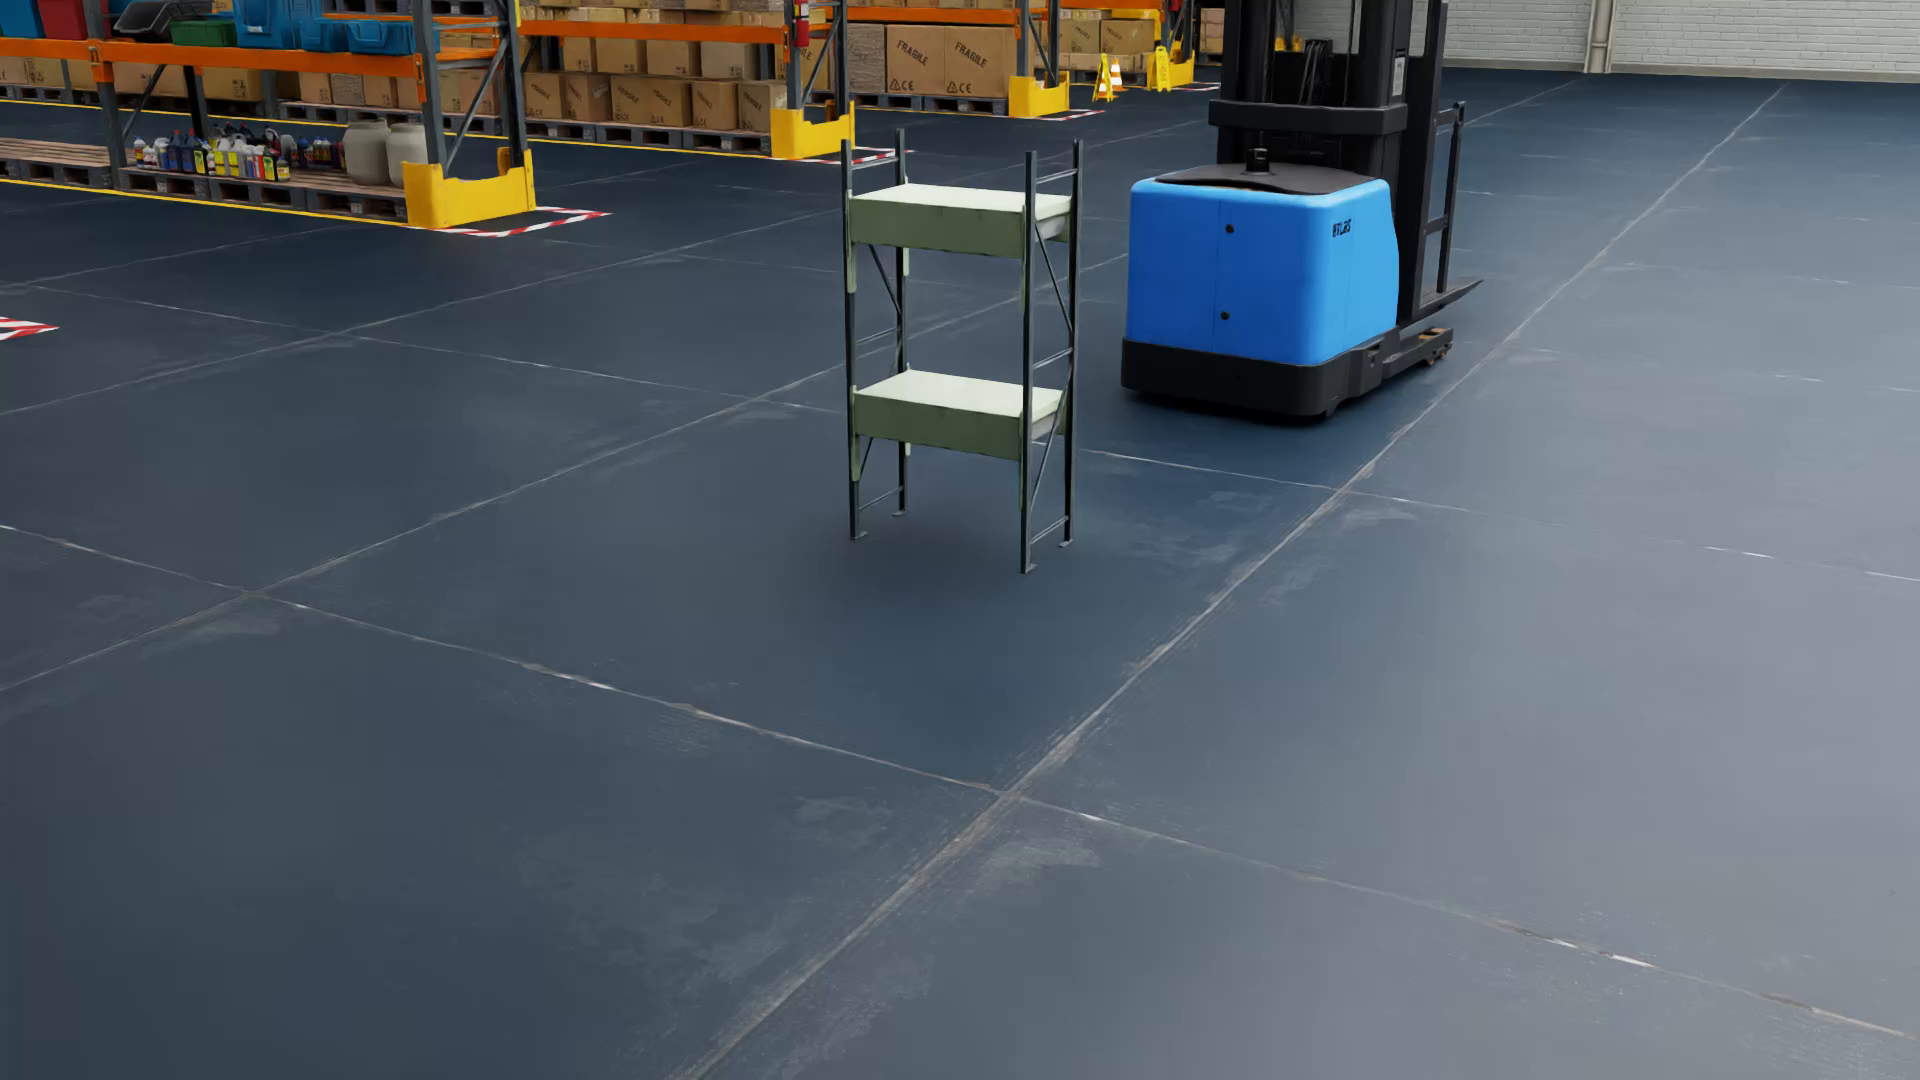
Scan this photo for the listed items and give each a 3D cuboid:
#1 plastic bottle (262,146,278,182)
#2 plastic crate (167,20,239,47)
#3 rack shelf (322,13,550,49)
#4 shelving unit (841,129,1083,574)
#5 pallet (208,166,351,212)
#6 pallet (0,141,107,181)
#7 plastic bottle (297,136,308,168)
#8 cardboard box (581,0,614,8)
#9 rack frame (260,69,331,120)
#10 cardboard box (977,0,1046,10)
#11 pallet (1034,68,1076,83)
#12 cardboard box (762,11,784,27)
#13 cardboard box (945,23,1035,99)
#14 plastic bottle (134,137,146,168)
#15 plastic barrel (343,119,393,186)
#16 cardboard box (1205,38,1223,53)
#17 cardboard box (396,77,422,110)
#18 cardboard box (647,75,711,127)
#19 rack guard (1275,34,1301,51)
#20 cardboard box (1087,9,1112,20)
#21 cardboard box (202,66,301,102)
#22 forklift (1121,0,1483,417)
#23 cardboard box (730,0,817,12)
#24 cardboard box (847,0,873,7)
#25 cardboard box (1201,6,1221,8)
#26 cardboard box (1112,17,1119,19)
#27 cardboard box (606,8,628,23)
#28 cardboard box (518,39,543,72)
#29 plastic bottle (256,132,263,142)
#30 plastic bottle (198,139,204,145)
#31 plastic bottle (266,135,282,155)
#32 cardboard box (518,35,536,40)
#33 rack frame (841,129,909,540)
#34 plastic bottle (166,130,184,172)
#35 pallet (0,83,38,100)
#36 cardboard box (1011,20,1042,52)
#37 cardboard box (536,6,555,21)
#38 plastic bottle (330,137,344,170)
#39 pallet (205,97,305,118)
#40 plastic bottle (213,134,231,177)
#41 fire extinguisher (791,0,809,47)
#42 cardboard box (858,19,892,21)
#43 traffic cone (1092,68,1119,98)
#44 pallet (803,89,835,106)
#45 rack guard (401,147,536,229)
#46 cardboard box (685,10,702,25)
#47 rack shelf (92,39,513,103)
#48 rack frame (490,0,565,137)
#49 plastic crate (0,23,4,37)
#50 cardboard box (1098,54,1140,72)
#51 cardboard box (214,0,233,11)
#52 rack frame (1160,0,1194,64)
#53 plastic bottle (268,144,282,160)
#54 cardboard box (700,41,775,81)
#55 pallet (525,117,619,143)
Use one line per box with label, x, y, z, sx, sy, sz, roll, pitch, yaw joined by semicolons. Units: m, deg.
plastic bottle;-5.837;-3.185;14.085;0.133;0.283;0.061;11;23;29
plastic crate;-6.353;-4.322;14.192;0.662;0.188;0.450;11;23;27
rack shelf;-6.731;-6.200;20.114;4.000;0.370;1.077;11;23;27
shelving unit;0.006;-0.704;6.106;0.755;1.500;0.431;11;23;27
pallet;-5.765;-3.094;14.585;1.213;0.211;1.003;11;23;27
pallet;-9.174;-3.742;16.372;1.213;0.211;1.003;11;23;27
plastic bottle;-5.903;-3.492;14.949;0.097;0.271;0.097;0;20;0
cardboard box;-3.717;-6.153;18.345;0.500;0.500;0.875;11;23;27
rack frame;-8.477;-6.871;20.909;0.127;3.000;1.000;11;23;27
cardboard box;0.668;-7.119;21.373;0.550;0.550;0.875;11;23;27
pallet;1.521;-7.542;26.846;1.213;0.211;1.003;11;23;27
cardboard box;-1.843;-5.409;17.245;0.250;0.149;0.380;11;23;27
cardboard box;0.390;-6.292;21.813;0.875;0.875;0.875;11;23;28
plastic bottle;-7.336;-3.472;14.894;0.097;0.271;0.097;0;20;0
plastic barrel;-4.958;-3.264;13.998;0.421;0.512;0.421;0;20;0
cardboard box;4.764;-8.944;30.039;0.500;0.250;0.500;11;23;27
cardboard box;-6.407;-5.524;20.215;0.500;0.500;0.700;9;22;23
cardboard box;-3.106;-4.871;18.444;0.500;0.500;0.500;13;24;32
rack guard;5.778;-8.790;29.865;0.348;0.500;1.175;11;23;27
cardboard box;2.160;-8.150;25.799;0.250;0.149;0.380;12;23;29
cardboard box;-9.070;-6.191;21.533;0.875;0.875;1.225;10;22;25
forklift;2.048;-2.400;8.683;1.130;2.935;3.031;13;24;32
cardboard box;-1.960;-5.827;17.448;0.500;0.500;0.875;11;23;27
cardboard box;-1.245;-7.469;22.336;0.550;0.550;0.875;11;23;27
cardboard box;4.561;-9.649;30.516;0.500;0.250;0.500;11;22;27
cardboard box;2.291;-8.054;26.487;0.500;0.500;0.500;10;22;25
cardboard box;-3.628;-5.717;18.095;0.250;0.149;0.380;11;23;27
cardboard box;-6.672;-7.385;25.375;0.500;0.500;0.500;11;23;27
plastic bottle;-6.368;-3.593;15.211;0.133;0.283;0.061;13;23;31
plastic bottle;-6.713;-3.410;14.722;0.097;0.271;0.097;0;20;0
plastic bottle;-6.160;-3.494;14.938;0.133;0.283;0.061;11;23;27
cardboard box;-6.695;-7.741;25.258;0.500;0.250;0.500;10;22;26
rack frame;-0.314;-0.765;6.274;0.023;1.500;0.400;11;23;27
plastic bottle;-6.898;-3.435;14.676;0.185;0.351;0.144;11;23;29
pallet;-13.664;-6.578;24.189;1.213;0.211;1.003;11;23;27
cardboard box;1.156;-8.063;26.510;0.500;0.500;0.500;12;23;30
cardboard box;-4.500;-5.884;18.555;0.250;0.149;0.380;11;23;27
plastic bottle;-5.528;-3.434;14.770;0.133;0.283;0.061;11;23;28
pallet;-9.129;-5.714;21.807;1.213;0.211;1.003;11;23;27
plastic bottle;-6.362;-3.333;14.395;0.185;0.351;0.144;11;22;27
fire extinguisher;-1.618;-5.348;16.823;0.183;0.674;0.296;11;23;27
cardboard box;-1.701;-10.328;33.489;0.500;0.500;0.500;12;23;29
traffic cone;2.091;-6.599;23.878;0.334;0.463;0.336;11;23;27
pallet;-1.852;-6.205;23.162;1.213;0.211;1.003;11;23;27
rack guard;-3.998;-2.890;13.599;0.348;0.500;1.175;11;23;27
cardboard box;-2.713;-5.577;17.708;0.250;0.149;0.380;11;23;27
rack shelf;-5.655;-4.061;14.216;4.000;0.370;1.077;11;23;27
rack frame;-4.985;-6.206;19.075;0.127;3.000;1.000;11;23;27
plastic crate;-9.059;-4.837;15.613;0.662;0.188;0.450;11;23;27
cardboard box;2.482;-7.454;25.932;0.500;0.250;0.500;11;23;27
cardboard box;-9.029;-6.926;20.914;0.500;0.500;0.500;12;23;29
rack frame;3.340;-8.491;25.374;0.127;3.000;1.000;11;23;27
plastic bottle;-5.881;-3.253;14.272;0.133;0.283;0.061;11;23;27
cardboard box;-3.064;-6.882;23.622;0.750;0.750;1.050;11;23;27
pallet;-4.382;-4.794;19.271;1.213;0.211;1.003;11;23;27
